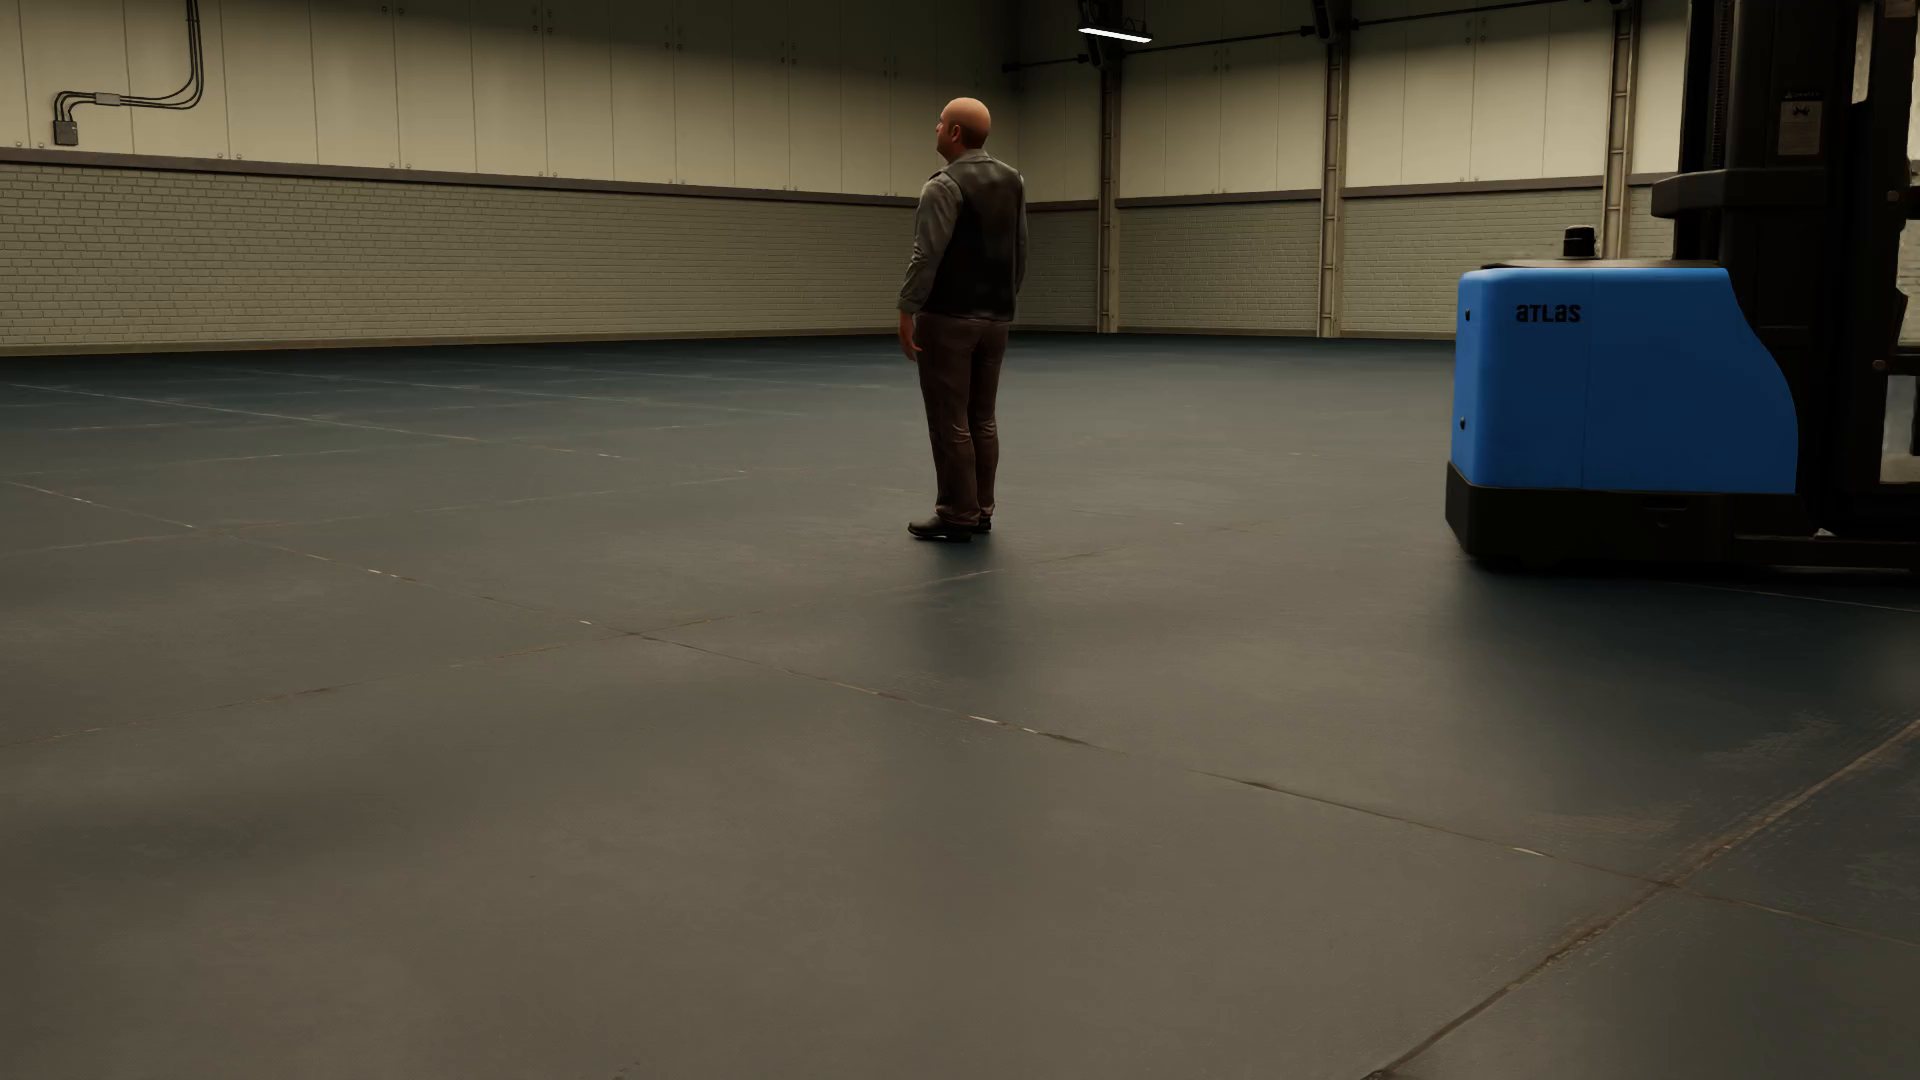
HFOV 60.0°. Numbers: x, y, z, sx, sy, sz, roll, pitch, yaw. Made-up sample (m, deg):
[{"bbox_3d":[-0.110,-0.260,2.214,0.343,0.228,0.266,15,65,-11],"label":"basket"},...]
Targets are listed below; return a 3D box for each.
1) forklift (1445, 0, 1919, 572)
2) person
[{"bbox_3d":[3.391,-1.360,5.903,3.031,2.935,1.130,2,9,11],"label":"forklift"},{"bbox_3d":[-0.040,-0.865,6.637,0.566,1.722,0.633,8,12,43],"label":"person"}]
